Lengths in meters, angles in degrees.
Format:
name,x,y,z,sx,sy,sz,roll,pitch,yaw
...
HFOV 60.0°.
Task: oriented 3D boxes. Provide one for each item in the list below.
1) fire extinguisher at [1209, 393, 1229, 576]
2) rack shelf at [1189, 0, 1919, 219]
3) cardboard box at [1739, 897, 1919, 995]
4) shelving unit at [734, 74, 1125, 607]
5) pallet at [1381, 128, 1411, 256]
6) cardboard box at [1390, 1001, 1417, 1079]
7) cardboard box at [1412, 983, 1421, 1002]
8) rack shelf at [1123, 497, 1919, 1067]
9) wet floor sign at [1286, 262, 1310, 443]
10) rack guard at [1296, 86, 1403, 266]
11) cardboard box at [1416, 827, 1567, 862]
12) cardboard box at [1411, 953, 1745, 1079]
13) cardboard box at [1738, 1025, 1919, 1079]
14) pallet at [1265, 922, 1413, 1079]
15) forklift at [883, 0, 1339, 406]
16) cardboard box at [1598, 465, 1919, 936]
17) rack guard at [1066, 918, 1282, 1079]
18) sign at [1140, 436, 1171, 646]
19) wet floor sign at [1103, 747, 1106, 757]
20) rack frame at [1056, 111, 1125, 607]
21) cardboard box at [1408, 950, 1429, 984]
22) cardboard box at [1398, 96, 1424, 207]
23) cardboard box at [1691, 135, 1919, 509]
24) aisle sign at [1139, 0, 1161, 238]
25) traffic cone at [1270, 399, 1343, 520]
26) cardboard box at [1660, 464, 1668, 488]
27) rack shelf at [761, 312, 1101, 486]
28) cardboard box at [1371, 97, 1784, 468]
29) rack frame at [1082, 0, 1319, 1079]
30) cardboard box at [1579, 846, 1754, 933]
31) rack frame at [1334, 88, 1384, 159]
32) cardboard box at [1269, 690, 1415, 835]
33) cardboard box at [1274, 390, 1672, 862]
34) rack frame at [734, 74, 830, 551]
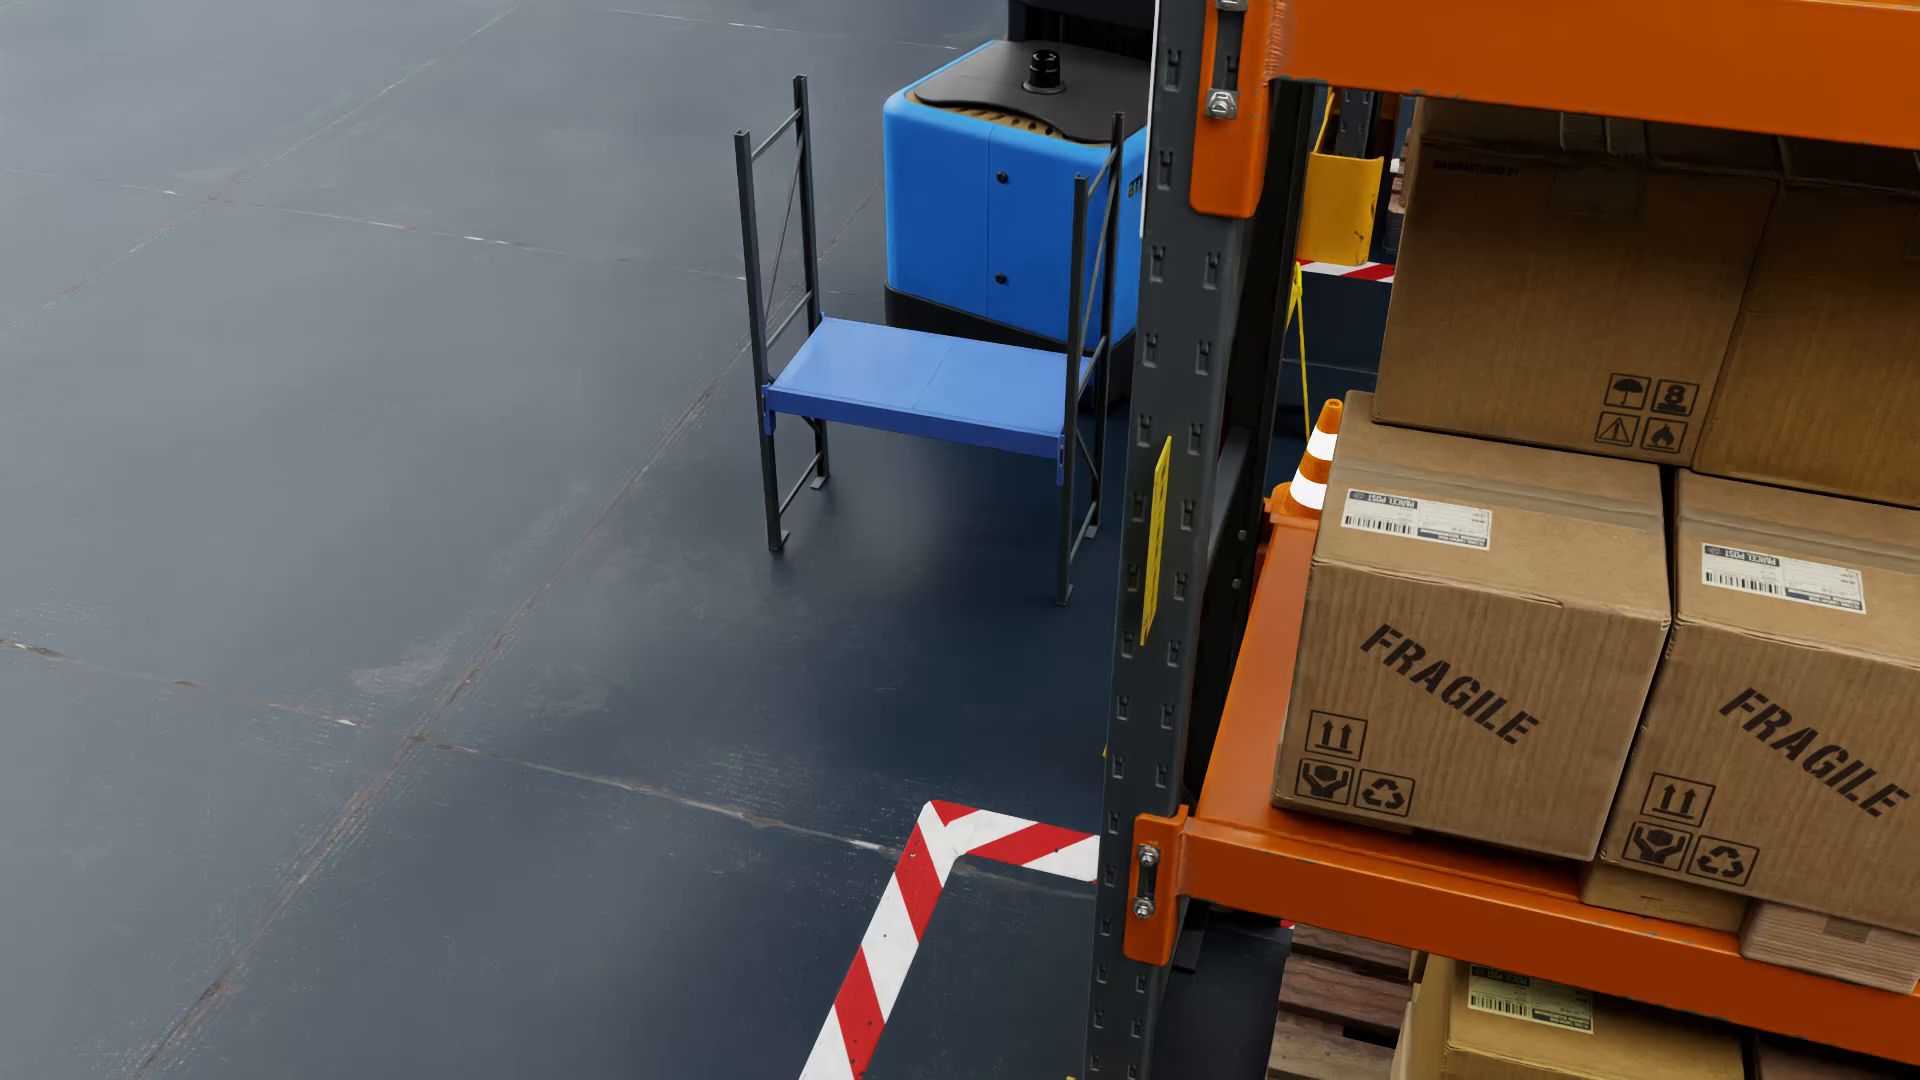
name,x,y,z,sx,sy,sz,roll,pitch,yaw
fire extinguisher,0.483,-0.204,3.562,0.183,0.674,0.296,10,38,14
rack shelf,2.363,-0.519,2.001,4.000,0.370,1.077,10,38,14
cardboard box,1.420,0.524,2.719,0.250,0.149,0.380,11,38,15
shelving unit,-0.081,-0.619,5.326,1.048,1.500,0.538,10,38,14
pallet,2.620,-1.553,7.682,1.213,0.211,1.003,10,38,14
cardboard box,1.142,1.283,3.442,0.500,0.250,0.500,10,38,14
cardboard box,1.329,0.979,3.855,0.500,0.250,0.500,10,38,14
rack shelf,2.363,0.689,2.890,4.000,0.370,1.077,10,38,14
wet floor sign,1.216,-0.710,6.170,0.232,0.644,0.267,4,37,6
rack guard,1.811,-1.770,7.734,0.348,0.500,1.175,10,38,14
cardboard box,0.962,0.361,2.942,0.250,0.149,0.380,11,38,15
cardboard box,1.165,0.985,3.214,0.500,0.500,0.500,9,37,12
cardboard box,1.665,1.075,3.092,0.500,0.500,0.500,9,37,12
pallet,1.292,1.346,3.744,1.213,0.211,1.003,10,38,14
forklift,0.919,-2.529,6.713,1.130,2.935,3.031,21,41,26
cardboard box,1.319,0.216,2.591,0.500,0.500,0.500,12,38,15
rack guard,0.527,1.066,3.880,0.348,0.500,1.175,10,38,14
sign,0.293,0.004,2.484,0.005,0.325,0.100,10,38,14
wet floor sign,0.592,0.355,4.724,0.232,0.644,0.267,24,43,29
rack frame,0.404,-0.529,5.204,0.032,1.500,0.500,10,38,14
cardboard box,1.297,0.676,3.634,0.500,0.500,0.500,11,38,14
cardboard box,2.501,-2.004,7.380,0.875,0.875,0.875,11,38,14
cardboard box,1.488,-0.457,2.661,0.500,0.500,0.700,11,38,14
aisle sign,0.303,-0.837,2.163,0.004,0.787,0.394,10,38,14
traffic cone,1.256,-0.275,5.733,0.334,0.463,0.336,10,38,14
cardboard box,1.055,-0.174,3.121,0.500,0.500,0.500,10,37,13
rack shelf,-0.081,-0.474,5.433,1.000,0.185,0.538,10,38,14
cardboard box,1.007,-0.550,2.788,0.500,0.500,0.700,10,37,13
rack frame,0.454,0.046,3.157,0.127,3.000,1.000,10,38,14
cardboard box,1.191,0.453,2.815,0.250,0.149,0.380,9,37,12
rack frame,1.834,-2.773,6.987,0.127,3.000,1.000,10,38,14
cardboard box,0.717,0.324,2.991,0.250,0.149,0.380,11,38,14
cardboard box,0.824,0.126,2.713,0.500,0.500,0.500,10,38,13
rack frame,-0.567,-0.709,5.448,0.032,1.500,0.500,10,38,14
